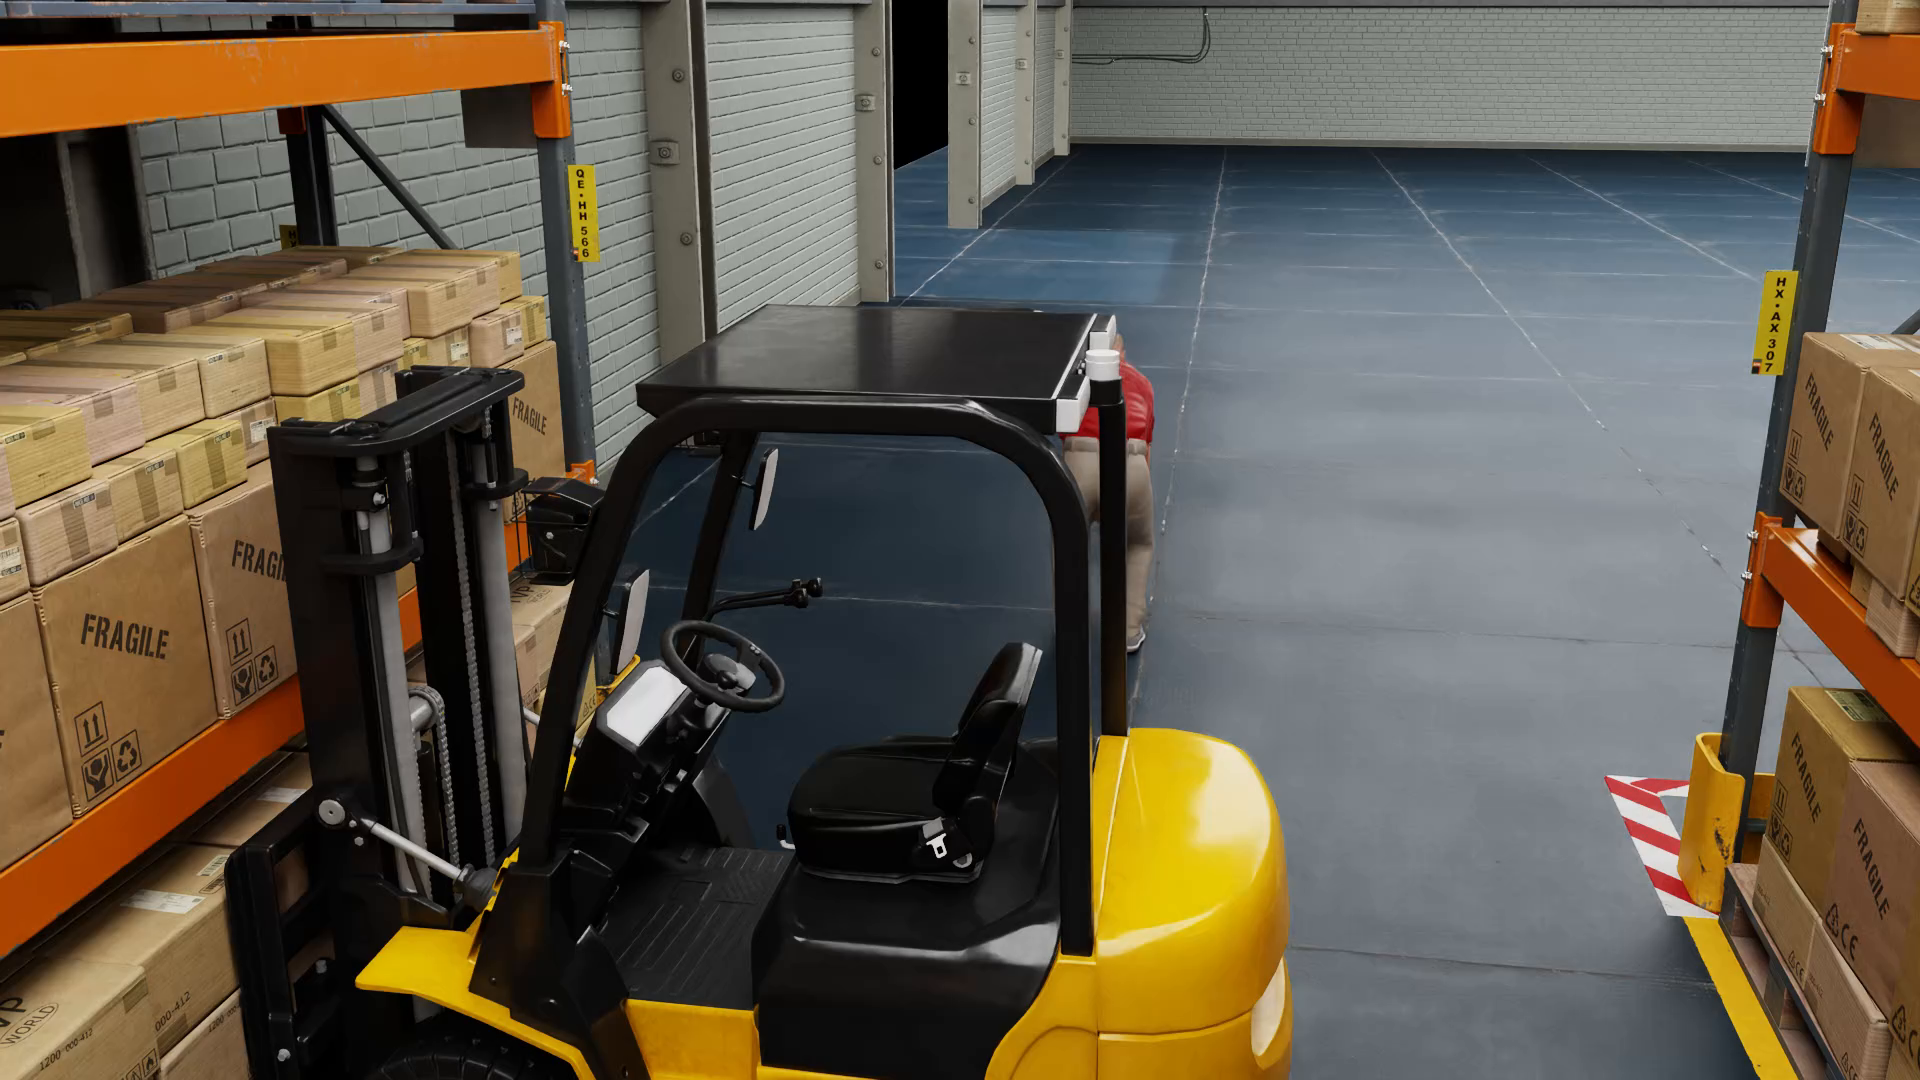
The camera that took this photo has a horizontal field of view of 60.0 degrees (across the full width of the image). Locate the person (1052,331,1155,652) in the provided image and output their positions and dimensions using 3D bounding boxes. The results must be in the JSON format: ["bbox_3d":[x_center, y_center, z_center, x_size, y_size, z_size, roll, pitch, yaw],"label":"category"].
[{"bbox_3d":[0.684,-0.238,7.853,0.491,1.412,0.844,2,18,7],"label":"person"}]
